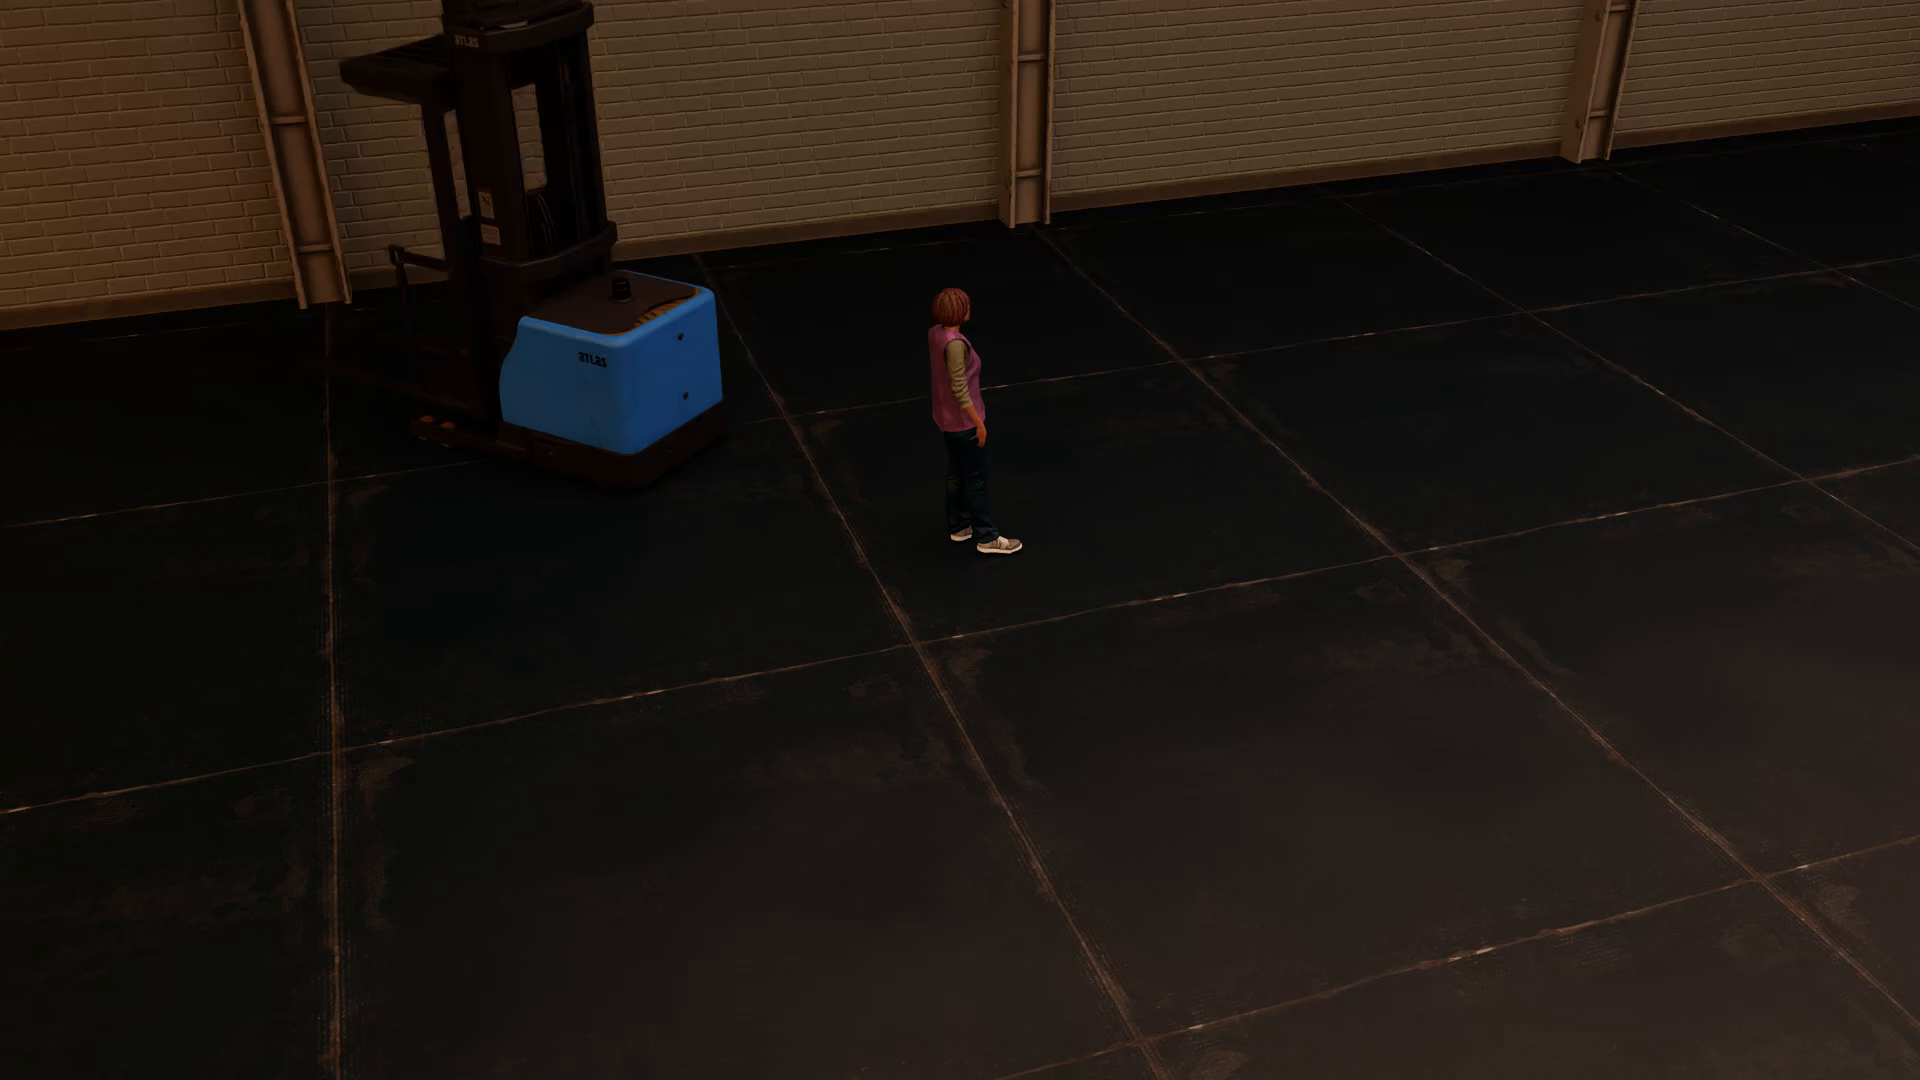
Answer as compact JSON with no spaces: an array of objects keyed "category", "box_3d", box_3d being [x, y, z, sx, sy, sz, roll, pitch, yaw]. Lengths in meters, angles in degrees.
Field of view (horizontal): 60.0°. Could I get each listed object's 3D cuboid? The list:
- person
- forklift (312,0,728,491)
[{"category":"person","box_3d":[0.075,-0.702,9.635,0.473,1.594,0.521,-10,31,-16]},{"category":"forklift","box_3d":[-3.098,-2.102,10.740,3.031,2.935,1.130,16,33,25]}]
